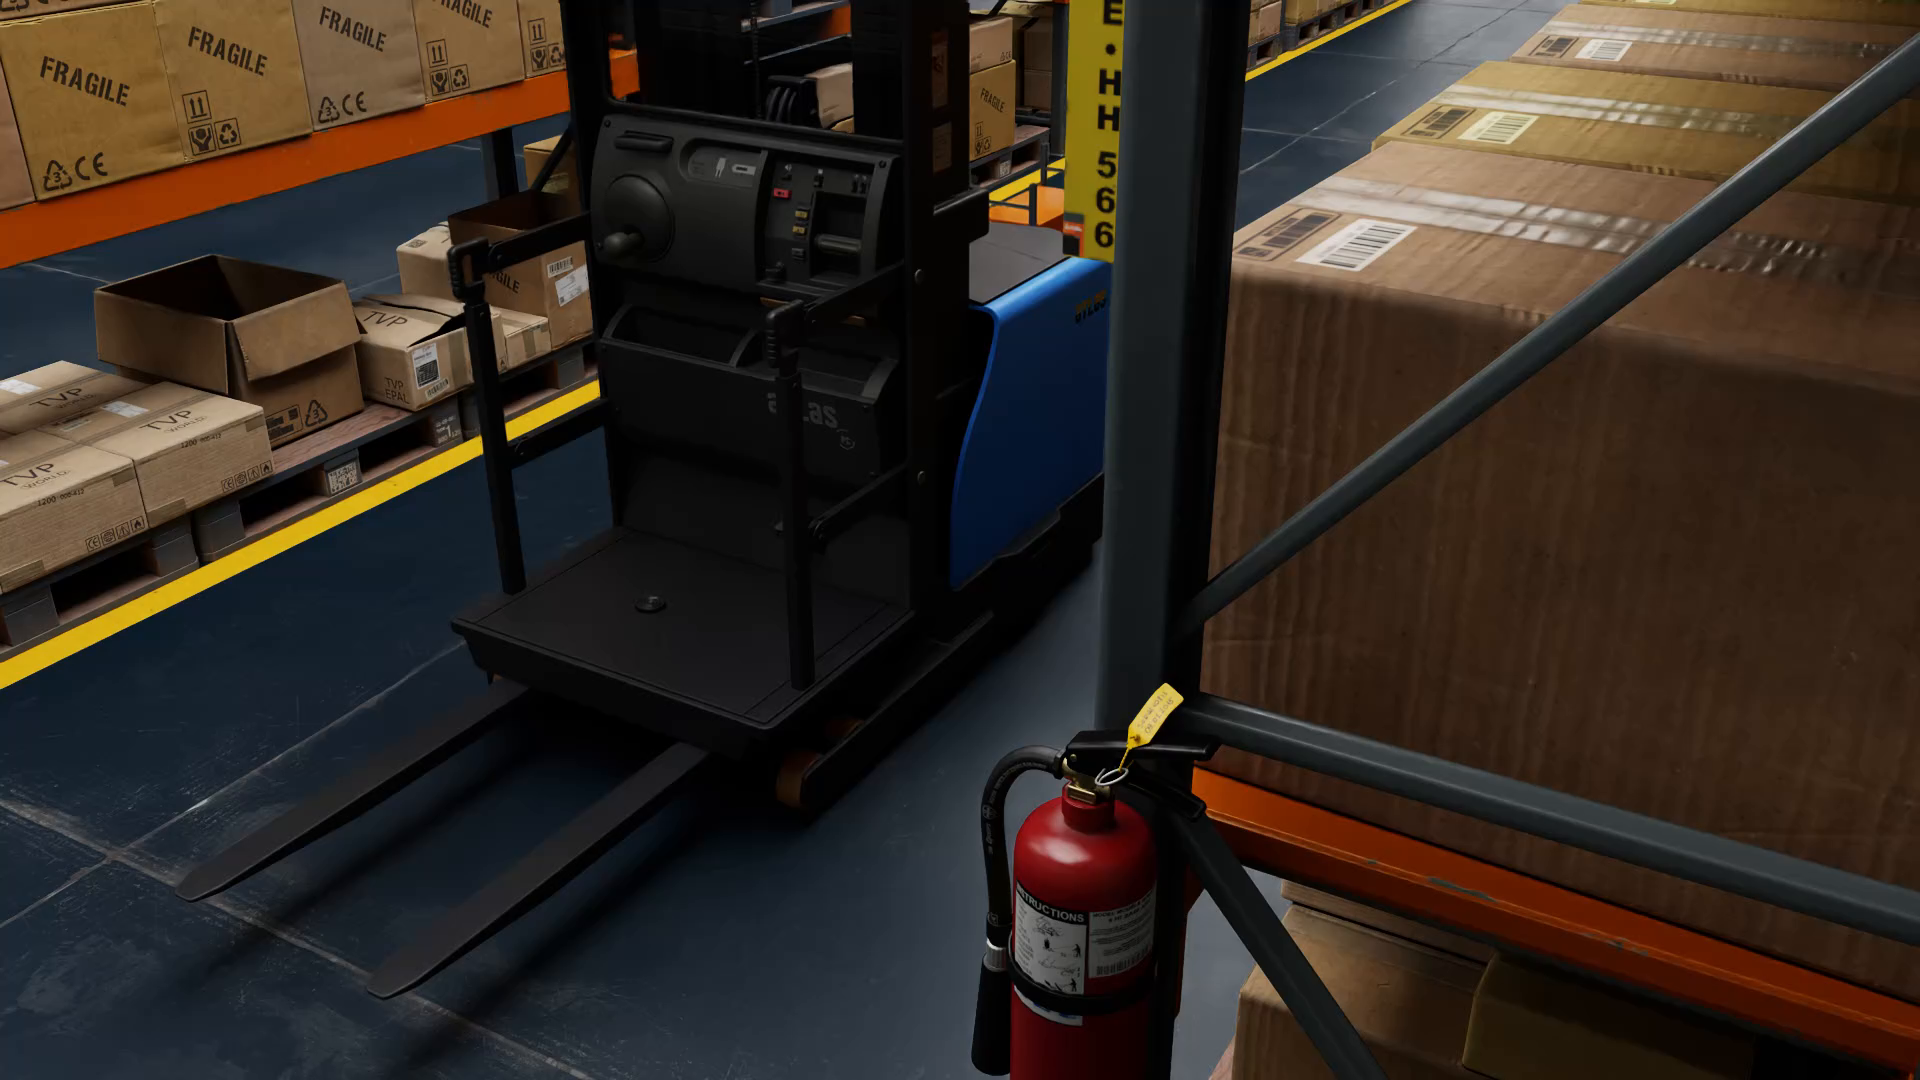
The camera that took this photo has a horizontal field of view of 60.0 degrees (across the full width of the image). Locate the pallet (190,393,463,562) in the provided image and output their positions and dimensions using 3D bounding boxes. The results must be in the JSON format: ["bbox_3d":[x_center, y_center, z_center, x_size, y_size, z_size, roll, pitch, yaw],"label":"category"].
[{"bbox_3d":[-2.662,-0.357,6.228,1.003,0.211,1.213,14,30,26],"label":"pallet"}]

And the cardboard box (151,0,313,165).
[{"bbox_3d":[-2.498,-1.541,5.367,0.500,0.500,0.500,15,30,27],"label":"cardboard box"}]

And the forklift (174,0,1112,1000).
[{"bbox_3d":[-0.688,-0.836,4.145,1.130,2.935,3.031,15,30,27],"label":"forklift"}]

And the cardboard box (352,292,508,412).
[{"bbox_3d":[-2.126,-0.767,6.443,0.500,0.311,0.500,14,30,26],"label":"cardboard box"}]

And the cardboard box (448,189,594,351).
[{"bbox_3d":[-1.757,-1.144,6.984,0.500,0.500,0.500,14,30,26],"label":"cardboard box"}]

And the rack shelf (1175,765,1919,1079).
[{"bbox_3d":[1.607,-0.159,3.519,1.077,0.370,4.000,14,30,26],"label":"rack shelf"}]

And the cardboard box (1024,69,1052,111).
[{"bbox_3d":[0.757,-3.006,11.006,0.500,0.250,0.500,14,30,26],"label":"cardboard box"}]

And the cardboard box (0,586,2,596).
[{"bbox_3d":[-3.064,0.095,4.883,0.380,0.166,0.250,14,30,26],"label":"cardboard box"}]

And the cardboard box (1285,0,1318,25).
[{"bbox_3d":[2.704,-4.539,14.069,0.500,0.250,0.500,14,30,26],"label":"cardboard box"}]

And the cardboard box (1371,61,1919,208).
[{"bbox_3d":[1.213,-0.322,2.707,0.980,0.700,0.700,14,30,26],"label":"cardboard box"}]

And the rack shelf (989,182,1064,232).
[{"bbox_3d":[0.267,-1.086,5.701,0.258,0.148,0.480,15,30,27],"label":"rack shelf"}]

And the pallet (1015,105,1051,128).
[{"bbox_3d":[0.683,-2.973,11.454,1.003,0.211,1.213,14,30,26],"label":"pallet"}]

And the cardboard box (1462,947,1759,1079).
[{"bbox_3d":[0.993,0.737,2.525,0.380,0.149,0.250,14,30,26],"label":"cardboard box"}]

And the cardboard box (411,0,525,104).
[{"bbox_3d":[-1.999,-1.941,6.165,0.500,0.500,0.500,15,30,28],"label":"cardboard box"}]

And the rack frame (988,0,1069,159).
[{"bbox_3d":[0.244,-3.908,10.206,1.000,3.000,0.127,14,30,26],"label":"rack frame"}]

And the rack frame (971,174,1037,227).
[{"bbox_3d":[0.143,-0.640,5.689,0.240,1.200,0.015,15,30,27],"label":"rack frame"}]

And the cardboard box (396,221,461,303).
[{"bbox_3d":[-2.119,-1.228,7.363,0.500,0.311,0.500,14,30,26],"label":"cardboard box"}]

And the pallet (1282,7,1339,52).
[{"bbox_3d":[2.639,-4.521,14.545,1.003,0.211,1.213,14,30,26],"label":"pallet"}]

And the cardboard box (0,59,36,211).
[{"bbox_3d":[-2.995,-1.152,4.589,0.500,0.500,0.500,14,30,26],"label":"cardboard box"}]

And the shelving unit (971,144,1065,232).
[{"bbox_3d":[0.267,-0.734,5.877,0.258,1.200,0.503,15,30,27],"label":"shelving unit"}]

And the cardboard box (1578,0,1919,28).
[{"bbox_3d":[1.946,-0.903,3.867,0.980,0.700,0.700,13,30,25],"label":"cardboard box"}]

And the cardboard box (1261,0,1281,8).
[{"bbox_3d":[2.262,-4.455,13.275,0.500,0.311,0.500,14,30,26],"label":"cardboard box"}]

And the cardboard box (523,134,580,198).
[{"bbox_3d":[-1.731,-1.683,8.063,0.500,0.500,0.500,14,30,26],"label":"cardboard box"}]

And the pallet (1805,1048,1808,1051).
[{"bbox_3d":[1.549,0.744,4.029,1.003,0.211,1.213,14,30,26],"label":"pallet"}]

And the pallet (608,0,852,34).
[{"bbox_3d":[-1.236,-2.551,7.709,1.003,0.211,1.213,14,30,26],"label":"pallet"}]

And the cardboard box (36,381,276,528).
[{"bbox_3d":[-2.685,-0.297,5.572,0.500,0.250,0.500,14,30,26],"label":"cardboard box"}]

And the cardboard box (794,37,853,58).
[{"bbox_3d":[-0.536,-2.484,8.824,0.500,0.250,0.500,14,30,25],"label":"cardboard box"}]

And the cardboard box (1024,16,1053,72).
[{"bbox_3d":[0.757,-3.256,10.880,0.500,0.311,0.500,15,30,28],"label":"cardboard box"}]

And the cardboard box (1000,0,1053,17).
[{"bbox_3d":[0.537,-3.579,11.525,0.500,0.311,0.500,14,30,25],"label":"cardboard box"}]

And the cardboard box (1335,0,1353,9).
[{"bbox_3d":[3.205,-4.927,14.843,0.500,0.250,0.500,14,30,26],"label":"cardboard box"}]

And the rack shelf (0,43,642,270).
[{"bbox_3d":[-2.708,-1.248,5.696,1.077,0.370,4.000,14,30,26],"label":"rack shelf"}]

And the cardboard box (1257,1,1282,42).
[{"bbox_3d":[2.260,-4.200,13.391,0.500,0.250,0.500,14,30,26],"label":"cardboard box"}]

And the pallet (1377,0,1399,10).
[{"bbox_3d":[3.840,-5.472,16.444,1.003,0.211,1.213,14,30,26],"label":"pallet"}]

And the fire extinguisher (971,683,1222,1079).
[{"bbox_3d":[0.147,0.458,1.988,0.296,0.674,0.183,14,30,26],"label":"fire extinguisher"}]

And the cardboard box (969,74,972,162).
[{"bbox_3d":[-0.267,-2.369,9.433,0.500,0.500,0.500,13,29,24],"label":"cardboard box"}]
